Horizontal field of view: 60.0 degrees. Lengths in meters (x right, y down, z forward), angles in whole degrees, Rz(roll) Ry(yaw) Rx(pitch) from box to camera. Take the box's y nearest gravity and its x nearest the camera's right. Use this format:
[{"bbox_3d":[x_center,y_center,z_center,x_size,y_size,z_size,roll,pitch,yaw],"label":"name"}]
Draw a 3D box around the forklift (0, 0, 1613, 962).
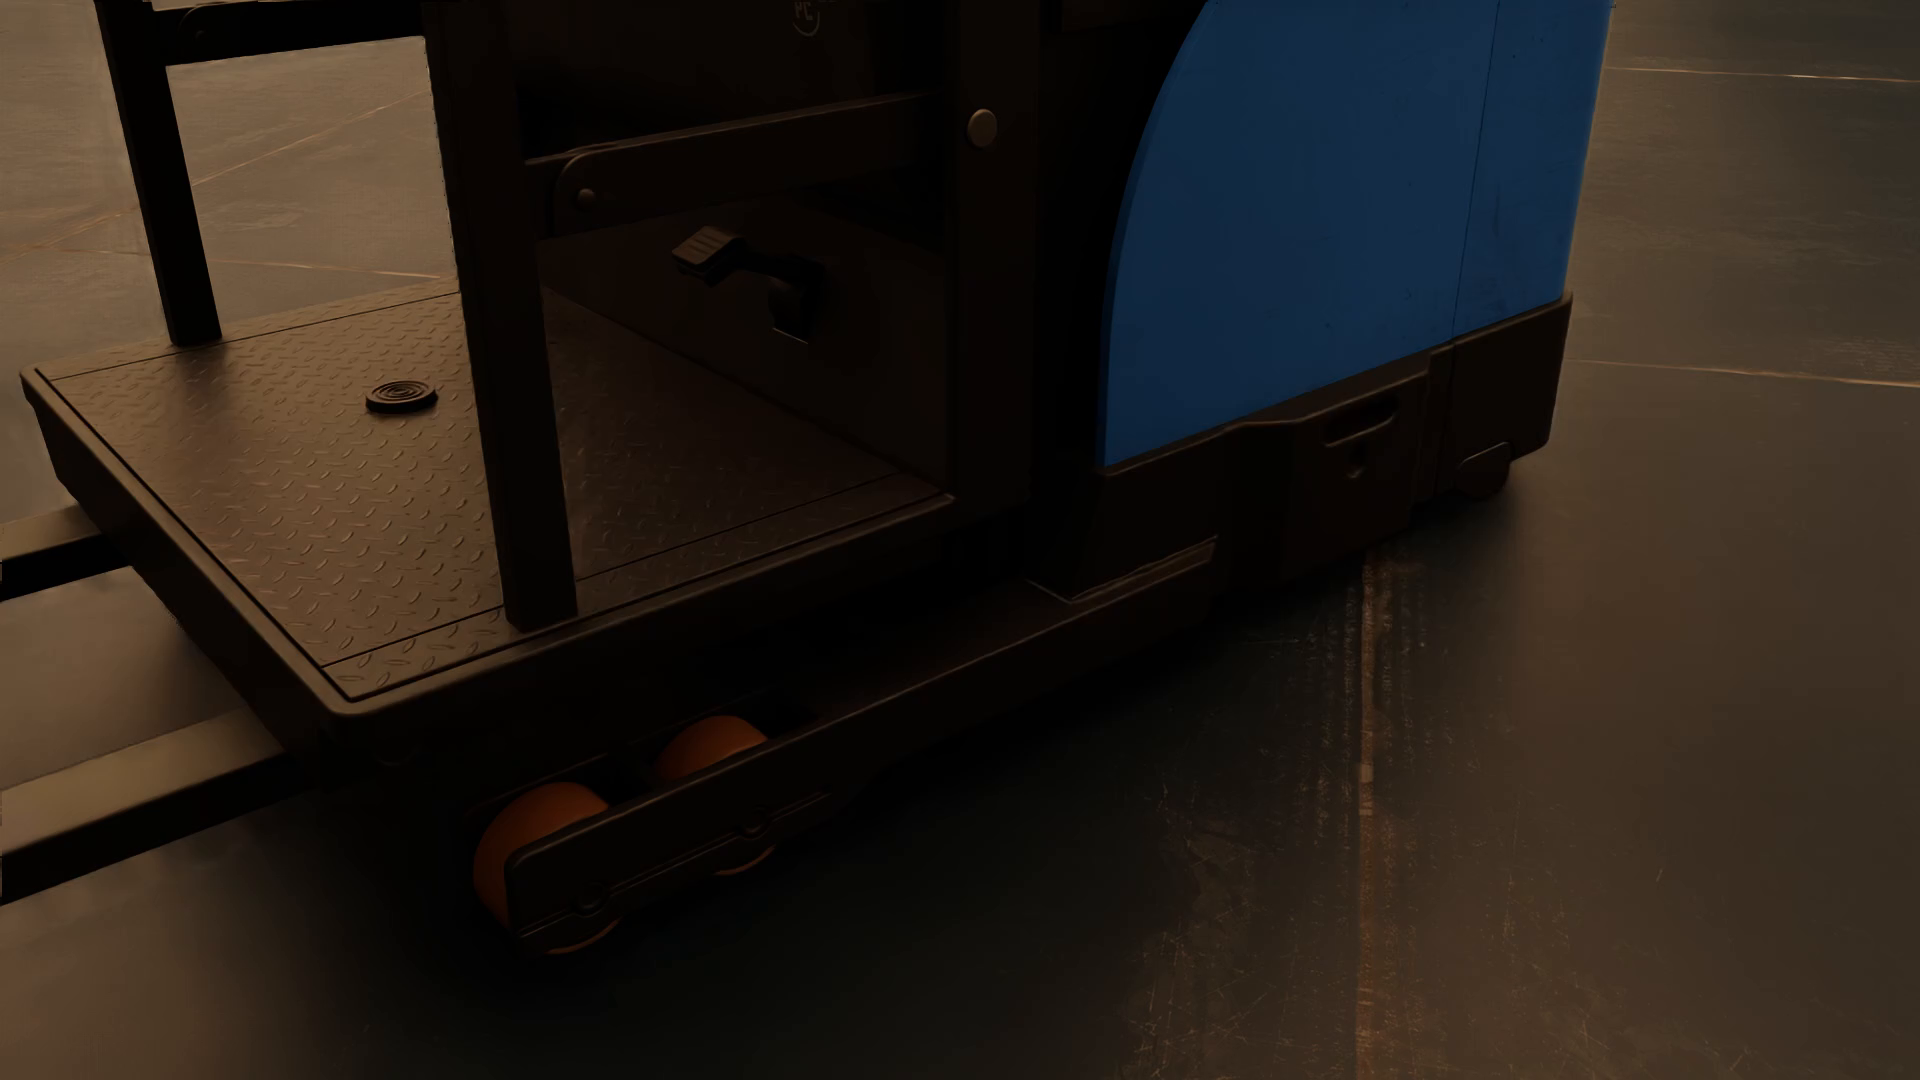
[{"bbox_3d":[-0.505,-1.161,1.548,3.031,2.935,1.130,-21,33,-35],"label":"forklift"}]
